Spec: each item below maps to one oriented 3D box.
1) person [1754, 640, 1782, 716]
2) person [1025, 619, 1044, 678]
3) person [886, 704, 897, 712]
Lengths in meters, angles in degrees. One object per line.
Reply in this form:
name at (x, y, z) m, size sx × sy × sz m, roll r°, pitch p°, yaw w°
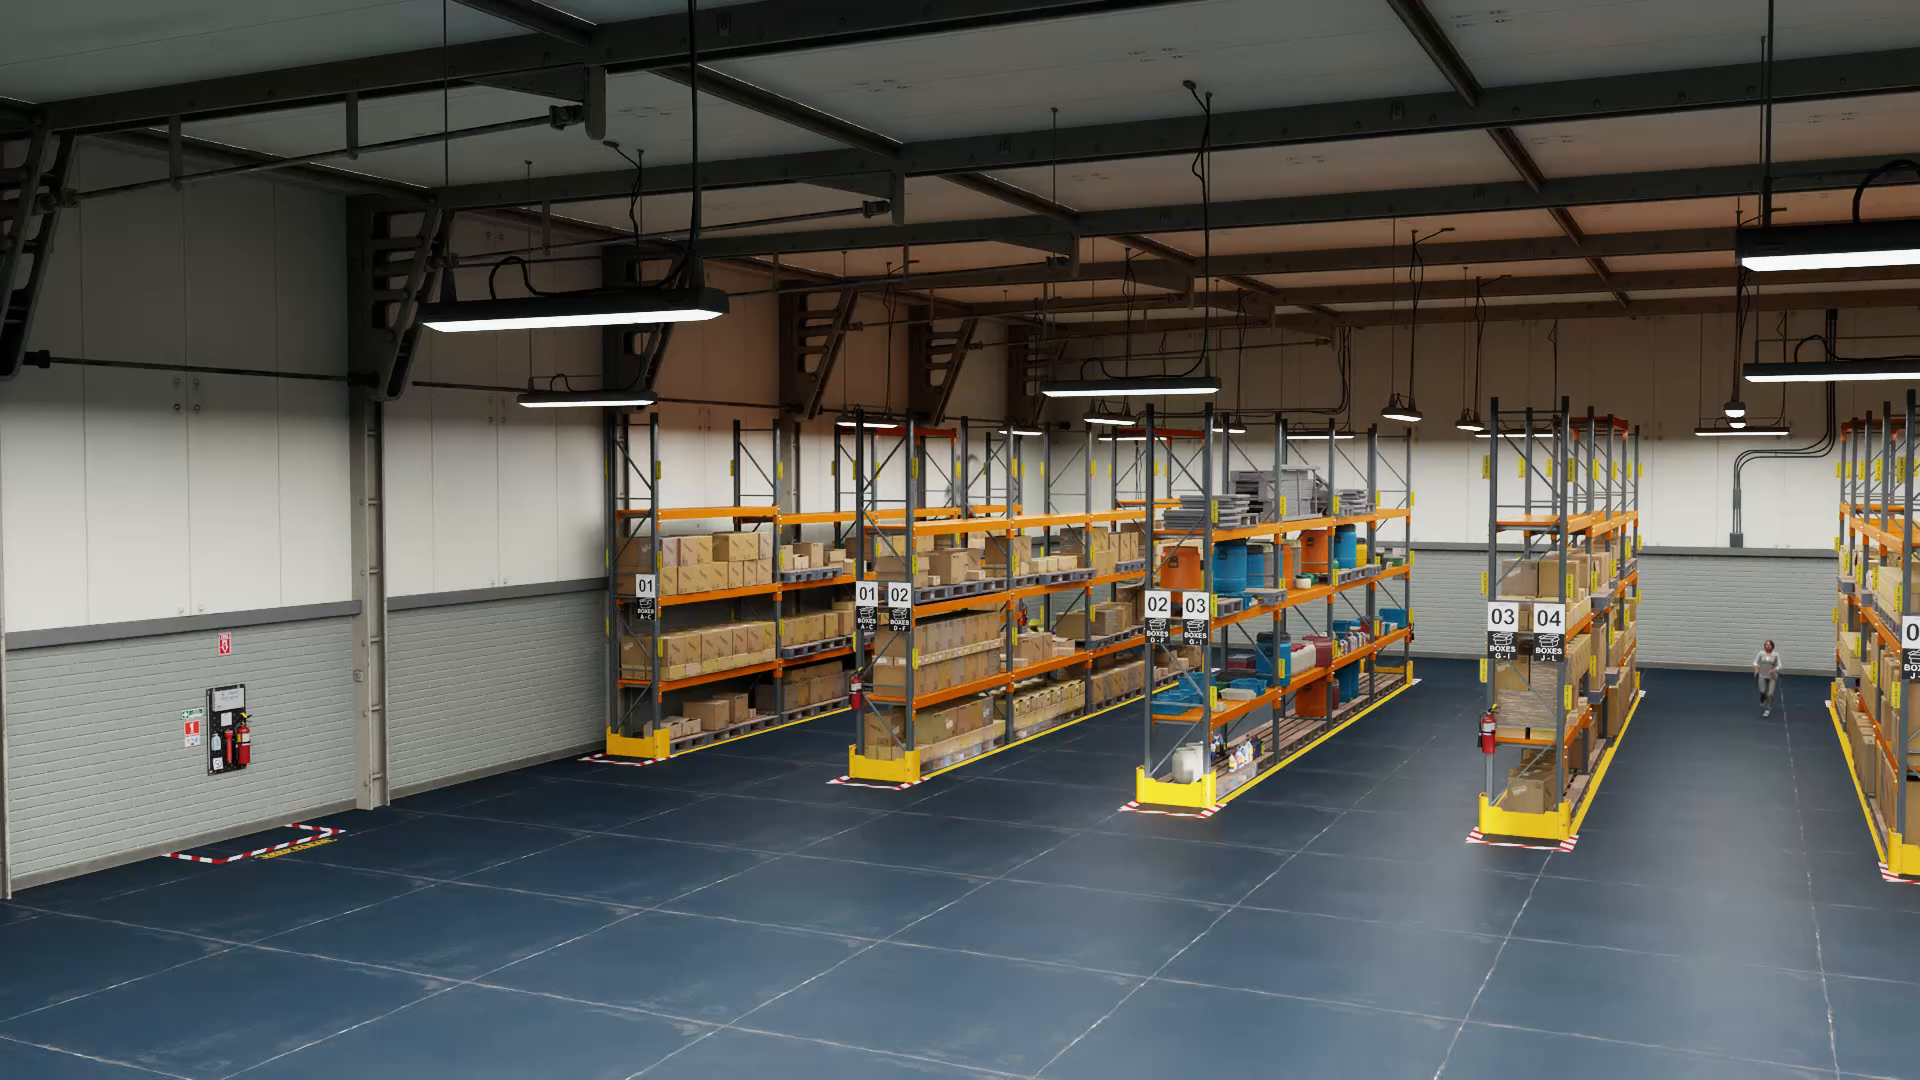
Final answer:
person at (16.401, 2.812, 33.788) m, size 0.529 × 1.544 × 0.534 m, roll 1°, pitch 3°, yaw 28°
person at (1.799, 2.604, 37.429) m, size 0.716 × 1.712 × 0.981 m, roll 1°, pitch 3°, yaw 25°
person at (-1.301, 2.809, 32.573) m, size 0.700 × 1.698 × 0.898 m, roll 1°, pitch 2°, yaw 16°
